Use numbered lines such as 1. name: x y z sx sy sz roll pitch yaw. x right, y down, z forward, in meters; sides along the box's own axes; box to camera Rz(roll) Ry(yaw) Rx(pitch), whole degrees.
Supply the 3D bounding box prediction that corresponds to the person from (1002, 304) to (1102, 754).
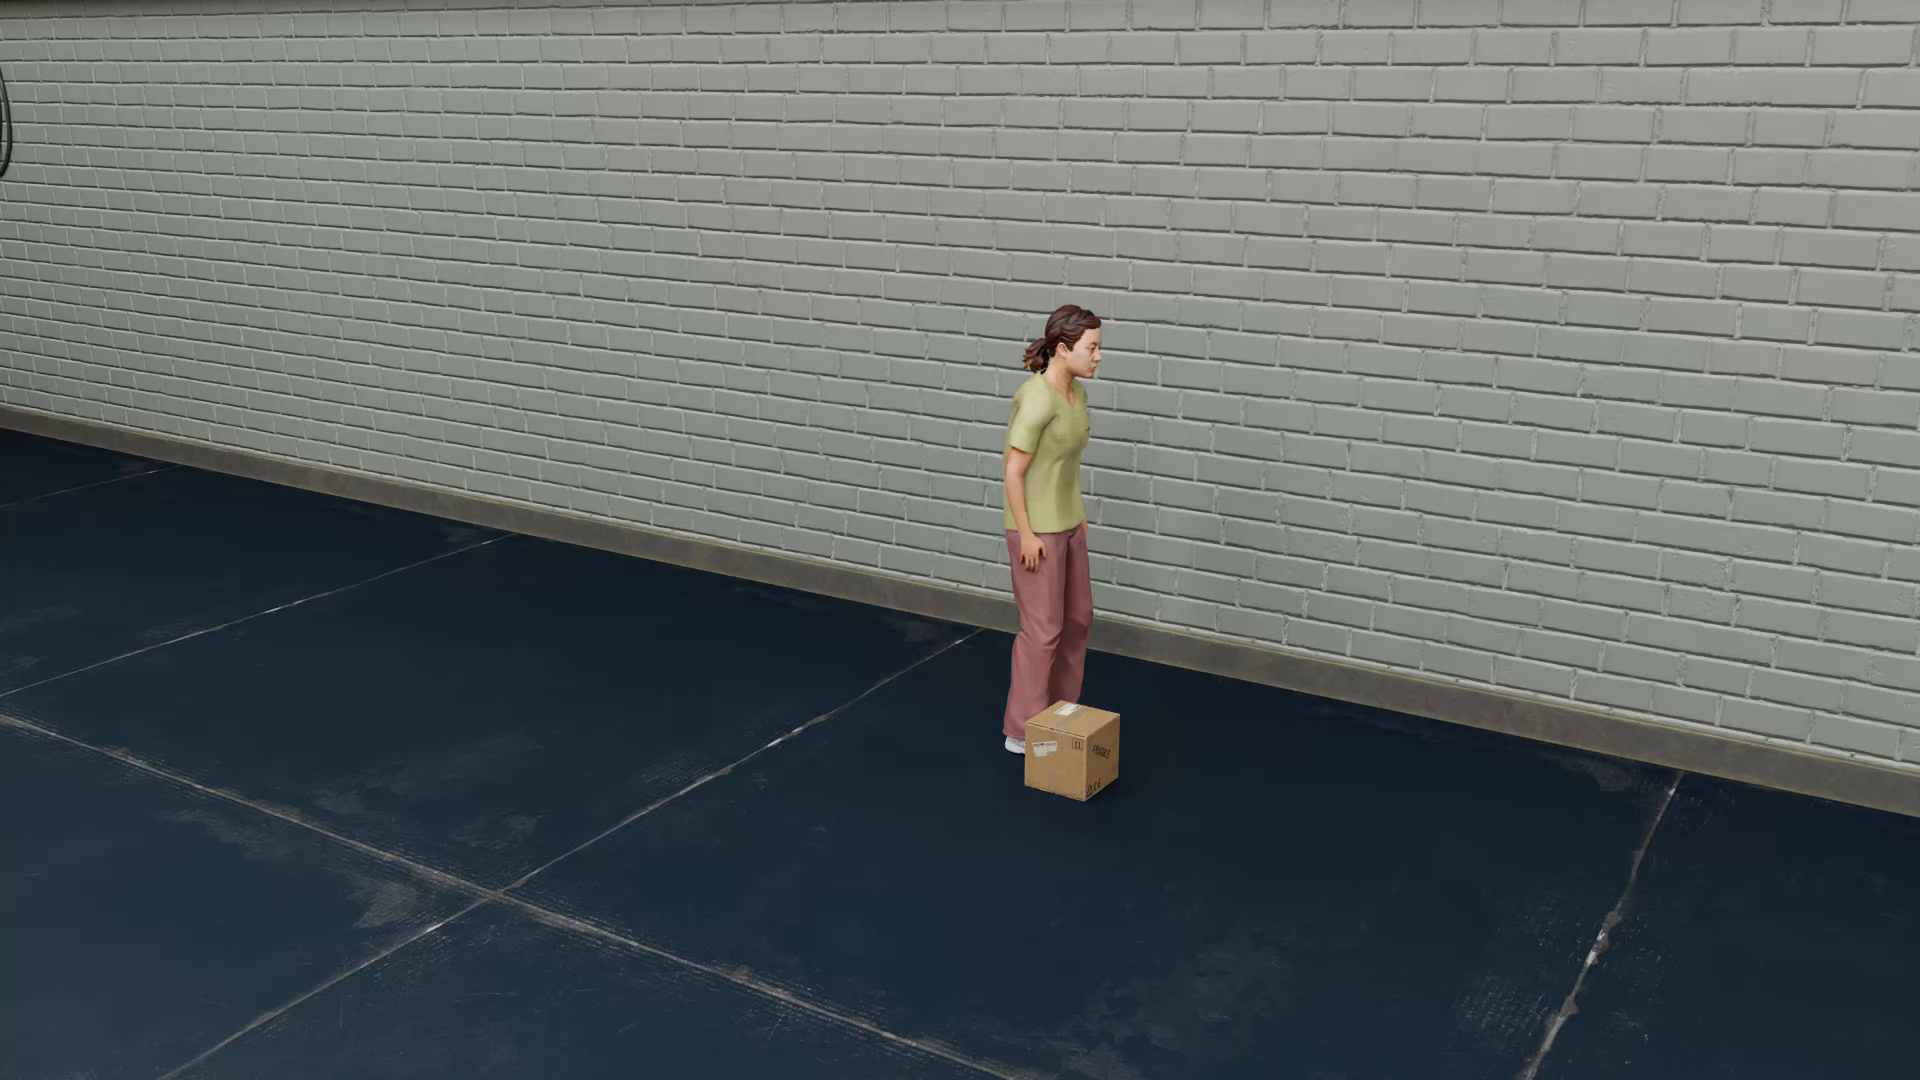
1. person: 0.351 -0.035 6.156 0.359 1.672 0.500 9 18 28
